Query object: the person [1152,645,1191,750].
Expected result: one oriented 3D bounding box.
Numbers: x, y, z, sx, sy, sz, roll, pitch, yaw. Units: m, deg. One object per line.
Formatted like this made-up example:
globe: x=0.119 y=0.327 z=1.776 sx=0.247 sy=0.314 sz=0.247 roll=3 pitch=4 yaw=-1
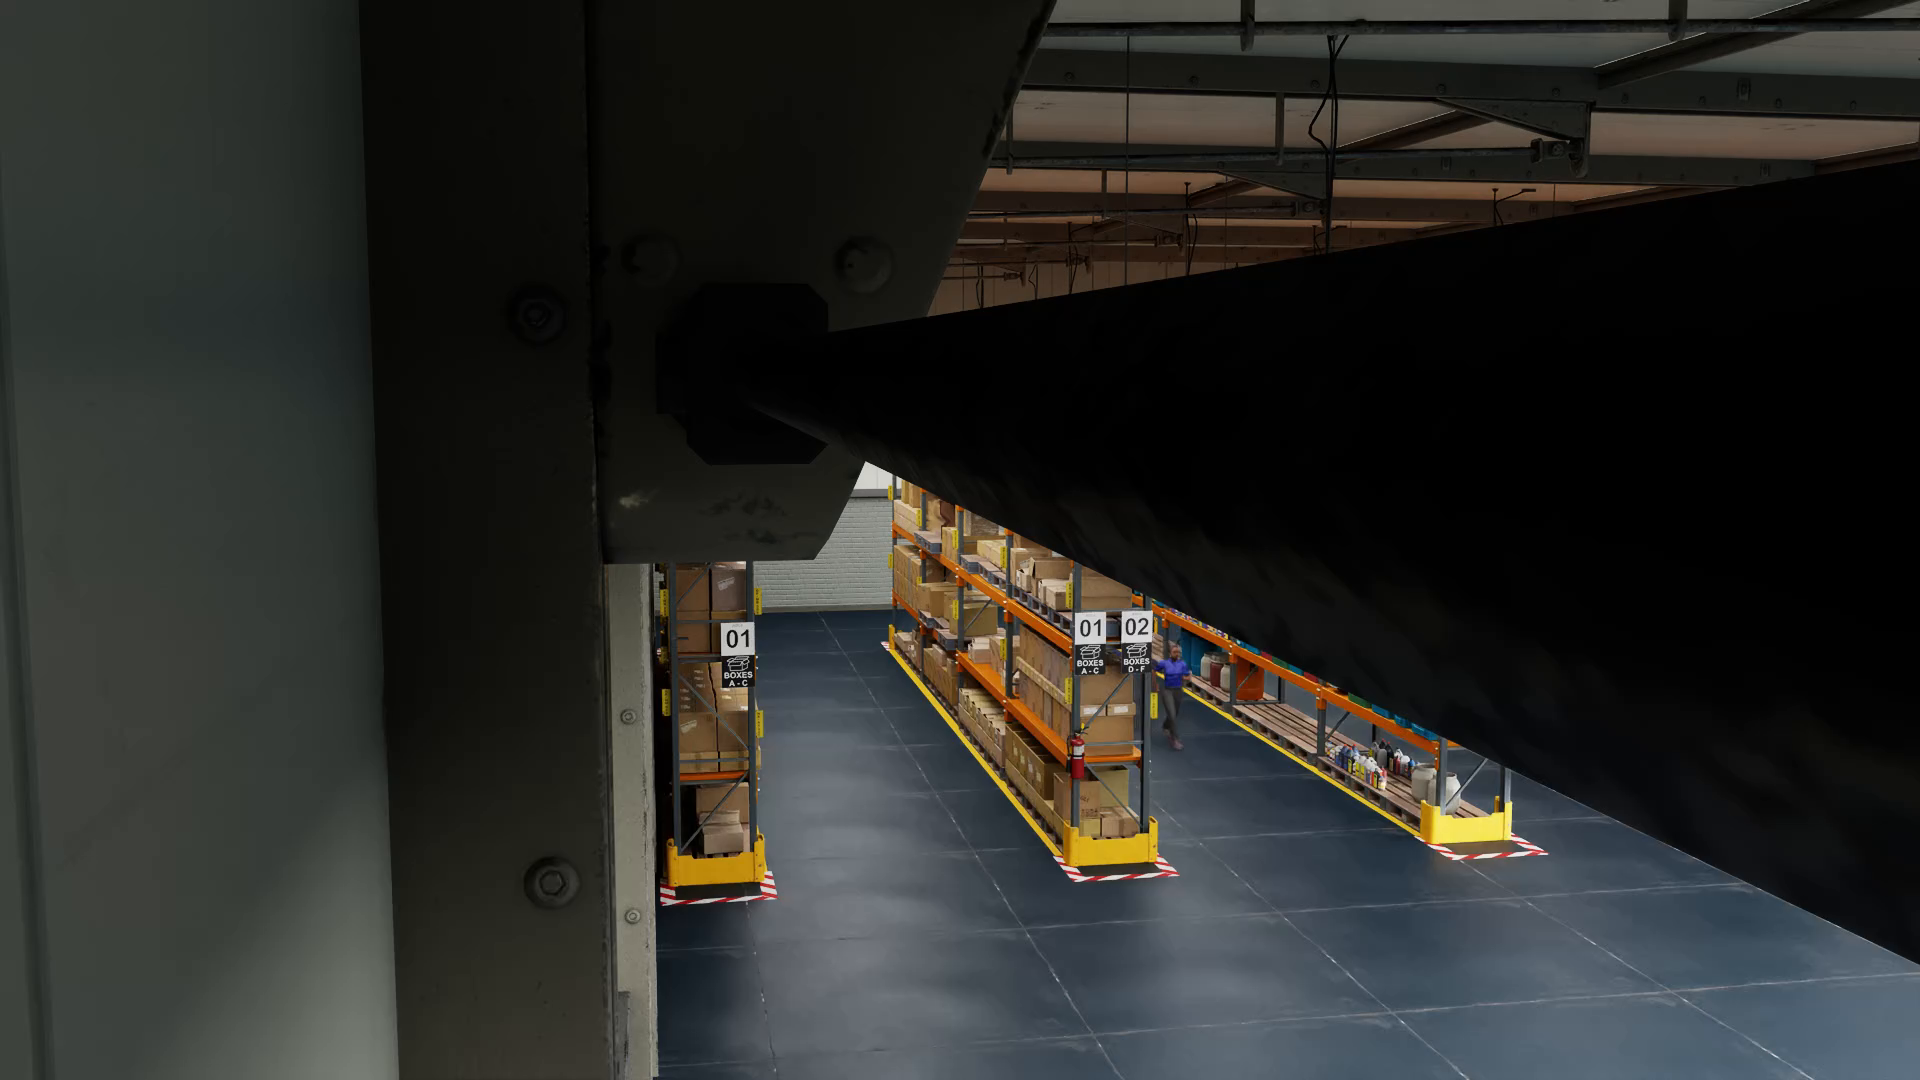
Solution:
person: x=3.483 y=2.534 z=27.307 sx=0.567 sy=1.661 sz=0.933 roll=-2 pitch=6 yaw=-16
